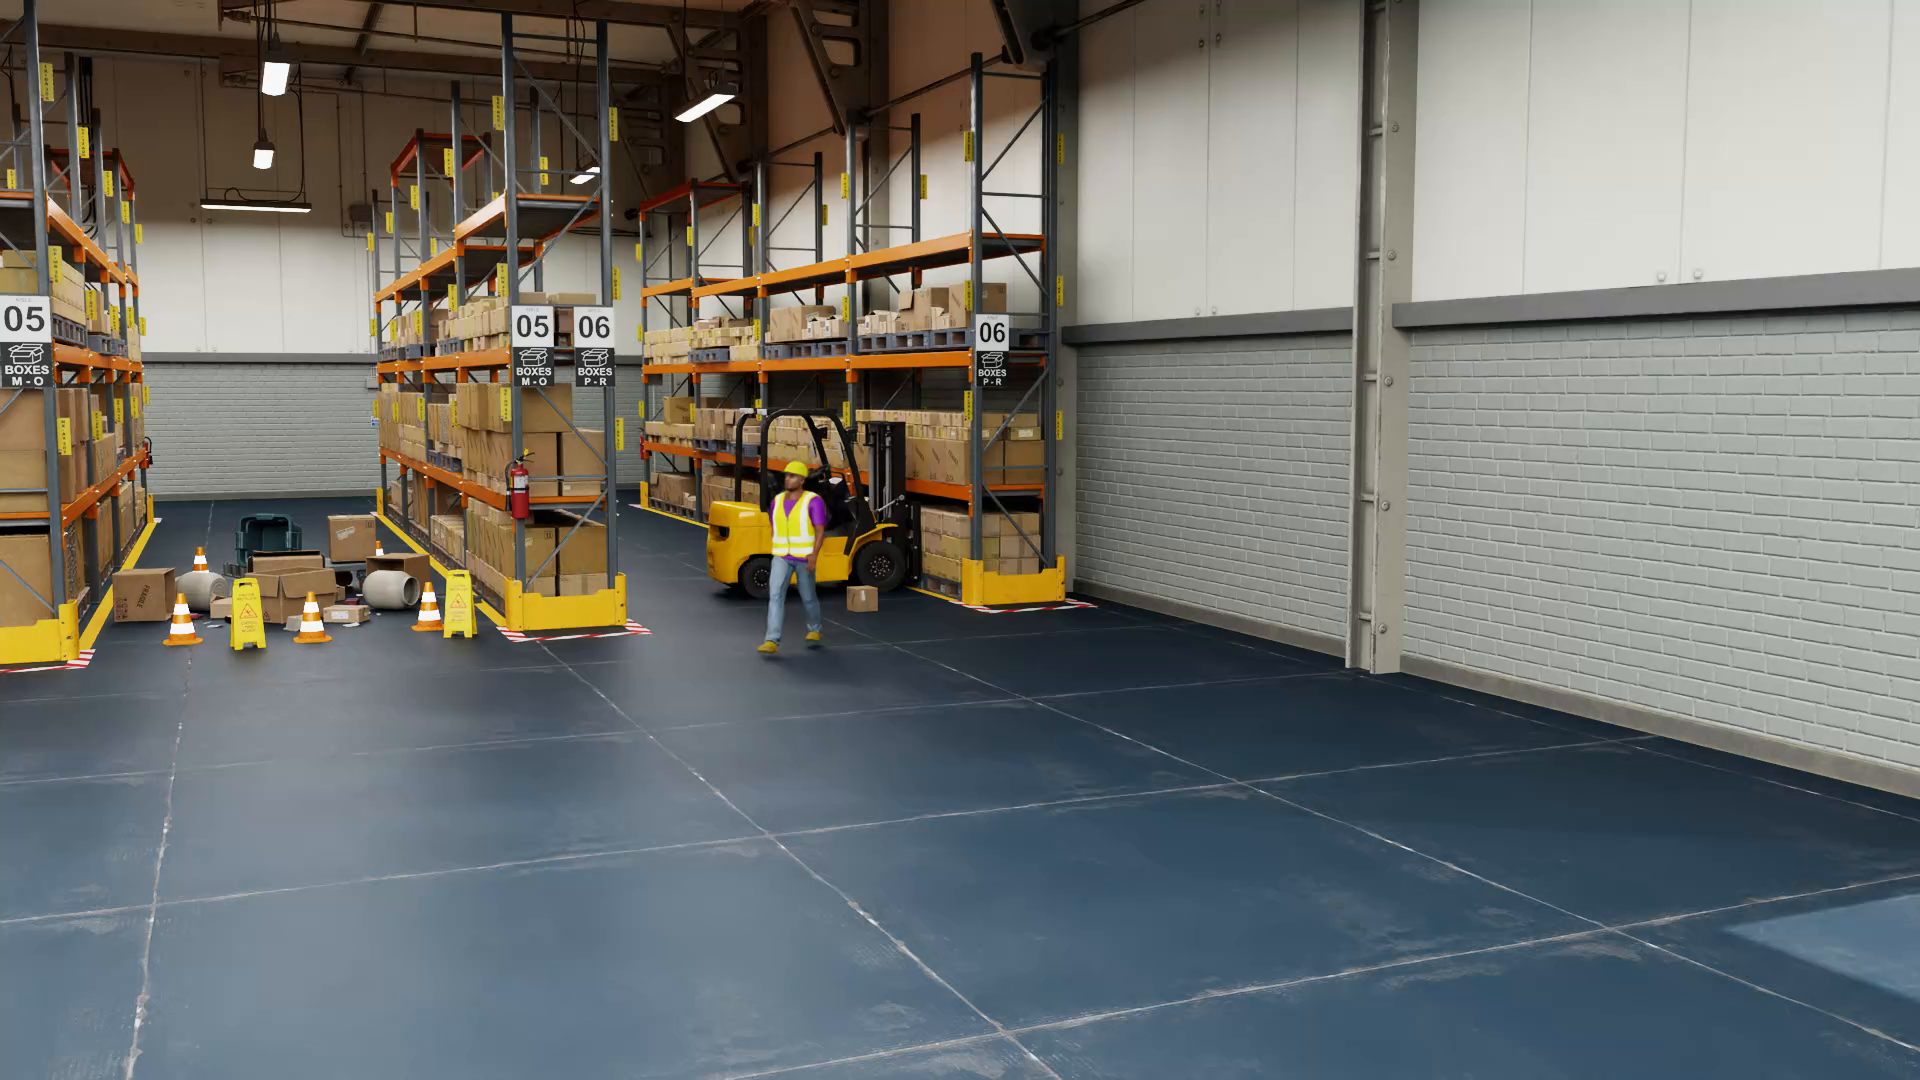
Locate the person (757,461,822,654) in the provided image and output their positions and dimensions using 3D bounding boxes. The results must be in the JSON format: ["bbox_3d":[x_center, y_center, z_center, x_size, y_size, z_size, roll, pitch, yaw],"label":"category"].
[{"bbox_3d":[-1.513,0.147,15.042,0.435,1.717,1.043,1,6,15],"label":"person"}]
